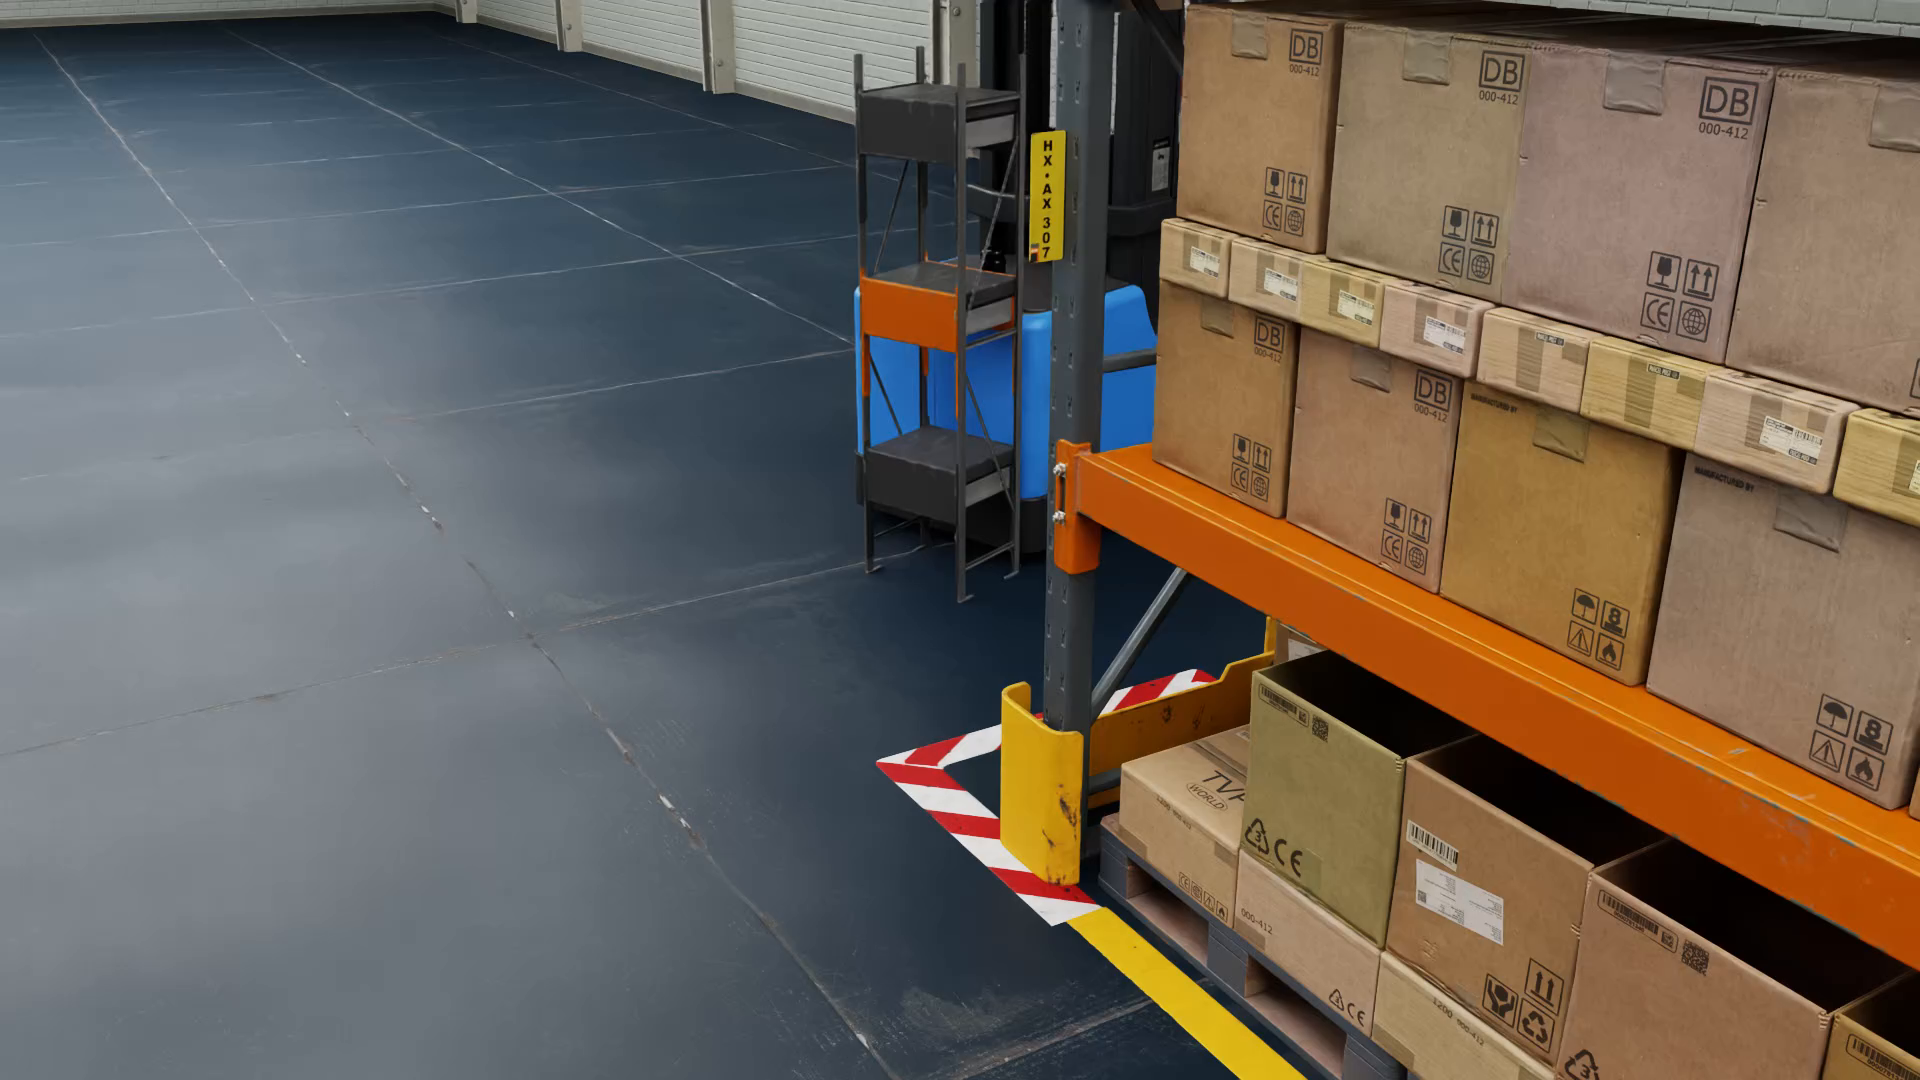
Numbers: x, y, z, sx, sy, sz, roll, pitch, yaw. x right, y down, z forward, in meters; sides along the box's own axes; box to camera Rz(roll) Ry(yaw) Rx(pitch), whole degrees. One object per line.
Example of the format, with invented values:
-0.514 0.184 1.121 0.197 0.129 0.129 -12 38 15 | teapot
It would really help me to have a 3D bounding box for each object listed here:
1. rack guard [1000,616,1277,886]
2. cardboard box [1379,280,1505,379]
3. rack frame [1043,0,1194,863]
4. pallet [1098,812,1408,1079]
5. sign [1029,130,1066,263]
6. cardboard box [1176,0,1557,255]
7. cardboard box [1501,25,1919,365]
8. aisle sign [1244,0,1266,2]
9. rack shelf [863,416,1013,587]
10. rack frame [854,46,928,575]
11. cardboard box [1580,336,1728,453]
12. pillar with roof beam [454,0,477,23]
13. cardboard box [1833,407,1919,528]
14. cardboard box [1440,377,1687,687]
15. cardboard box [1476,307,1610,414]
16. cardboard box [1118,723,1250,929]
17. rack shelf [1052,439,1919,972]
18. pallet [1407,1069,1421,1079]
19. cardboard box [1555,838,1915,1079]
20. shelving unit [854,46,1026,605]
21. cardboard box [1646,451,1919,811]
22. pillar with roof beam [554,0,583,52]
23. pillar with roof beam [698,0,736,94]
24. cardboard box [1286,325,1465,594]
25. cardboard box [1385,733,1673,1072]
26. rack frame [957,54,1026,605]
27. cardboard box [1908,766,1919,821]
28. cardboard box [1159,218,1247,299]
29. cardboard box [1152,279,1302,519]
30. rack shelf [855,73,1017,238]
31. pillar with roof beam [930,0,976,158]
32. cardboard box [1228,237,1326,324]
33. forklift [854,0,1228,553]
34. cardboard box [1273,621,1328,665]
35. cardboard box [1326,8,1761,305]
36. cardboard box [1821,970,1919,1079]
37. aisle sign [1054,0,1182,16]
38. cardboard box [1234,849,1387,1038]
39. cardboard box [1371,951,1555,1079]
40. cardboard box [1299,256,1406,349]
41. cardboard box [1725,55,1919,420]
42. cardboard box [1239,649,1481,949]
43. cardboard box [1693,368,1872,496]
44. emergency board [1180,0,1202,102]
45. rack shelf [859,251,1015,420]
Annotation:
0.689 0.617 5.131 1.175 0.500 0.348 -13 25 -28 | rack guard
1.107 -0.464 3.475 0.380 0.149 0.250 -13 26 -29 | cardboard box
0.701 -0.534 4.641 1.000 3.000 0.127 -13 25 -28 | rack frame
1.127 0.998 4.577 1.003 0.211 1.213 -13 25 -28 | pallet
0.221 -0.867 4.205 0.100 0.325 0.005 -13 25 -28 | sign
0.955 -1.010 3.958 0.700 0.500 0.500 -13 25 -28 | cardboard box
1.487 -0.678 3.140 0.700 0.500 0.500 -12 25 -28 | cardboard box
0.920 -1.816 4.343 0.394 0.787 0.004 -13 25 -28 | aisle sign
-0.074 -0.169 6.835 0.480 0.518 0.431 16 27 35 | rack shelf
-0.266 -0.887 6.705 0.015 2.100 0.400 16 27 35 | rack frame
1.376 -0.296 3.061 0.380 0.149 0.250 -13 25 -29 | cardboard box
-12.967 -13.090 27.565 9.100 9.000 0.400 -13 25 -28 | pillar with roof beam
1.635 -0.129 2.651 0.380 0.149 0.250 -12 25 -27 | cardboard box
1.449 -0.095 3.430 0.700 0.500 0.500 -12 25 -28 | cardboard box
1.245 -0.378 3.264 0.380 0.149 0.250 -14 26 -30 | cardboard box
0.783 0.762 4.547 0.500 0.250 0.500 -13 25 -28 | cardboard box
1.722 0.447 3.183 1.077 0.370 4.000 -13 25 -28 | rack shelf
1.747 1.392 3.606 1.003 0.211 1.213 -13 25 -28 | pallet
1.547 0.901 3.210 0.500 0.500 0.500 -13 25 -28 | cardboard box
-0.074 -0.830 6.566 0.503 2.100 0.431 16 27 35 | shelving unit
1.721 0.074 3.012 0.700 0.500 0.500 -12 25 -27 | cardboard box
-9.902 -11.148 22.787 9.100 9.000 0.400 -13 25 -28 | pillar with roof beam
-6.837 -9.205 18.008 9.100 9.000 0.400 -13 25 -28 | pillar with roof beam
1.201 -0.257 3.828 0.700 0.500 0.500 -12 25 -27 | cardboard box
1.307 0.735 3.616 0.500 0.500 0.500 -13 25 -28 | cardboard box
0.118 -0.774 6.427 0.015 2.100 0.400 16 27 35 | rack frame
1.984 0.240 2.605 0.700 0.500 0.500 -12 25 -27 | cardboard box
0.716 -0.712 4.085 0.380 0.149 0.250 -13 25 -29 | cardboard box
0.928 -0.426 4.244 0.700 0.500 0.500 -13 25 -28 | cardboard box
-0.074 -1.466 6.308 0.480 0.518 0.431 16 27 35 | rack shelf
-3.772 -7.263 13.230 9.100 9.000 0.400 -13 25 -28 | pillar with roof beam
0.853 -0.627 3.876 0.380 0.149 0.250 -13 26 -30 | cardboard box
0.852 -1.783 7.806 1.130 2.935 3.031 17 28 36 | forklift
1.231 0.315 4.652 0.500 0.500 0.500 -13 25 -28 | cardboard box
1.229 -0.841 3.541 0.700 0.500 0.500 -13 26 -30 | cardboard box
1.815 1.060 2.819 0.500 0.500 0.500 -13 25 -28 | cardboard box
0.404 -1.700 4.059 0.394 0.787 0.004 -13 25 -28 | aisle sign
1.042 0.923 4.151 0.500 0.250 0.500 -13 25 -28 | cardboard box
1.297 1.085 3.752 0.500 0.250 0.500 -13 25 -28 | cardboard box
0.980 -0.546 3.677 0.380 0.149 0.250 -12 25 -28 | cardboard box
1.743 -0.516 2.741 0.700 0.500 0.500 -13 25 -28 | cardboard box
1.041 0.576 4.009 0.500 0.500 0.500 -13 25 -28 | cardboard box
1.501 -0.214 2.861 0.380 0.149 0.250 -12 25 -28 | cardboard box
1.764 -4.177 13.604 0.194 1.169 0.643 -13 25 -28 | emergency board
-0.074 -0.818 6.571 0.480 0.518 0.431 16 27 35 | rack shelf
